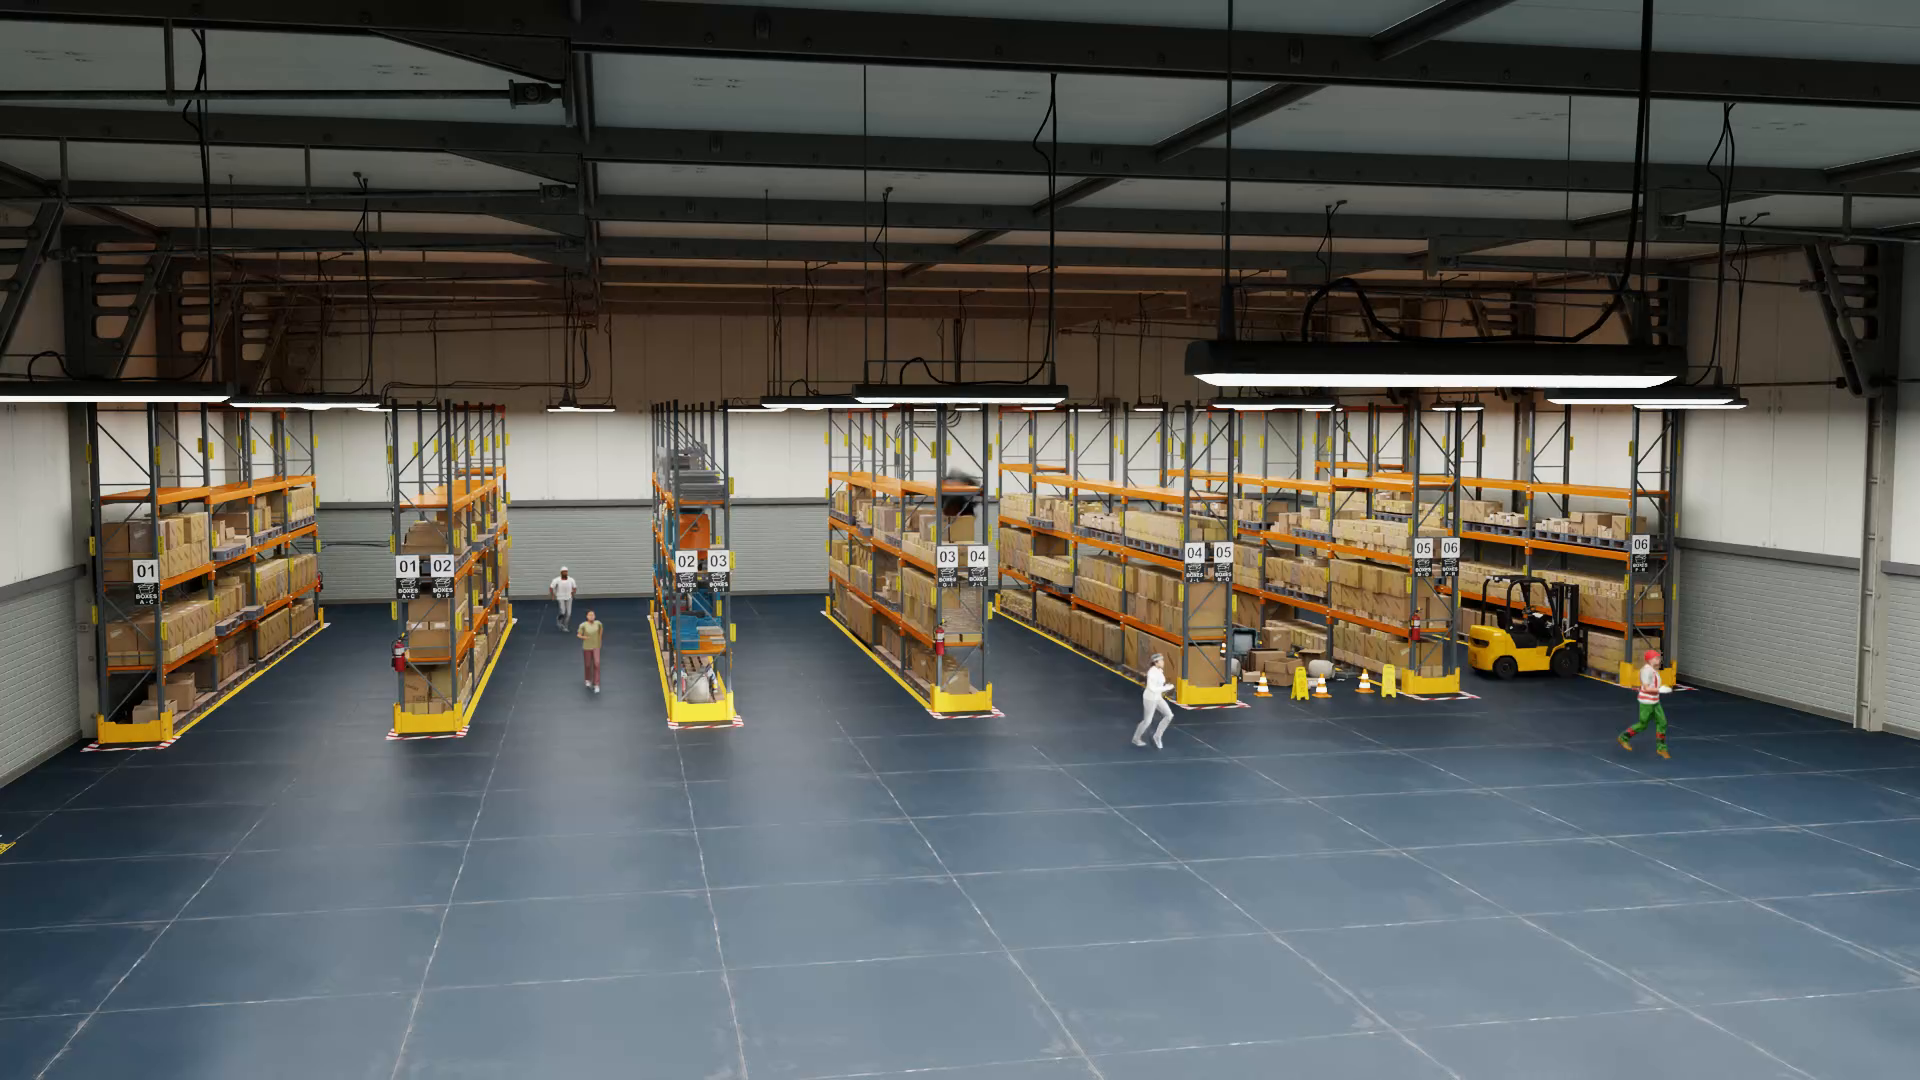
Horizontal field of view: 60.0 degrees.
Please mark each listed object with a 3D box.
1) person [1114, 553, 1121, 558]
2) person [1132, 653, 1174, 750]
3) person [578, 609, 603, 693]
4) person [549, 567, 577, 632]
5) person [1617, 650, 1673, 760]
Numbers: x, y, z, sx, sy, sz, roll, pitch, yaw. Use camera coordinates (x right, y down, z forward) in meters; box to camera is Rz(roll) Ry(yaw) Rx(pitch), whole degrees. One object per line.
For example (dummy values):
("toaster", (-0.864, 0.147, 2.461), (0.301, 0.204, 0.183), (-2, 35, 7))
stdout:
("person", (4.838, 1.137, 50.722), (0.568, 1.560, 0.580), (-1, 4, -8))
("person", (3.303, 2.738, 28.404), (0.787, 1.676, 0.641), (2, 5, 29))
("person", (-7.685, 2.277, 34.561), (0.515, 1.695, 0.887), (-1, 4, -16))
("person", (-10.411, 1.564, 43.793), (0.697, 1.719, 0.579), (-2, 5, -27))
("person", (11.468, 2.751, 27.790), (0.912, 1.849, 0.690), (3, 5, 36))
